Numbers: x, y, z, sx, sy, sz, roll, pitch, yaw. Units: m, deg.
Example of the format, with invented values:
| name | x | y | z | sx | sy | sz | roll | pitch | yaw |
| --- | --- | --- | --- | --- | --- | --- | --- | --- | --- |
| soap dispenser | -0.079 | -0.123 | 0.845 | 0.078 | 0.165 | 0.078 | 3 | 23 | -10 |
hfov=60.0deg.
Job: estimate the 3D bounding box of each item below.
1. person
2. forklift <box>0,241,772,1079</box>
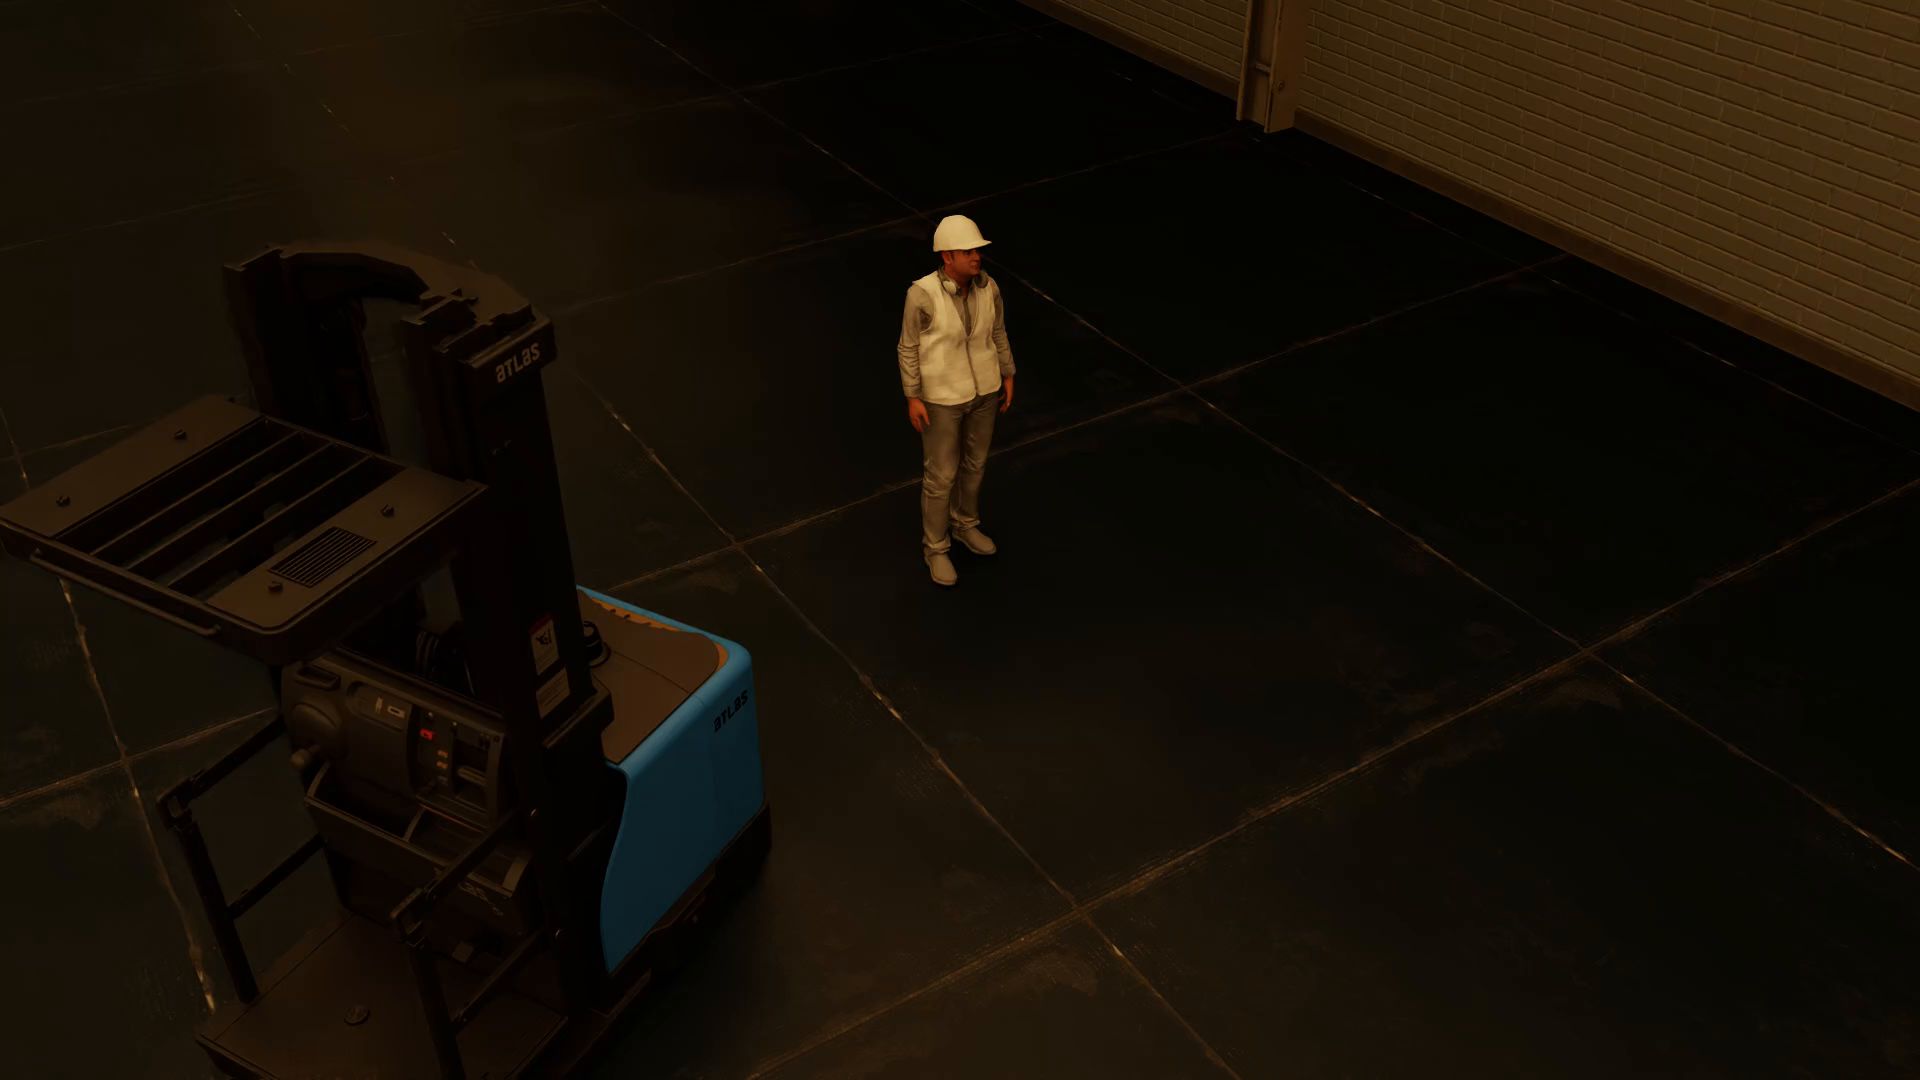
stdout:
| name | x | y | z | sx | sy | sz | roll | pitch | yaw |
| --- | --- | --- | --- | --- | --- | --- | --- | --- | --- |
| person | 0.028 | -0.700 | 8.136 | 0.634 | 1.775 | 0.566 | -21 | 40 | -27 |
| forklift | -1.918 | 0.694 | 5.161 | 1.130 | 2.935 | 3.031 | 17 | 39 | 23 |
